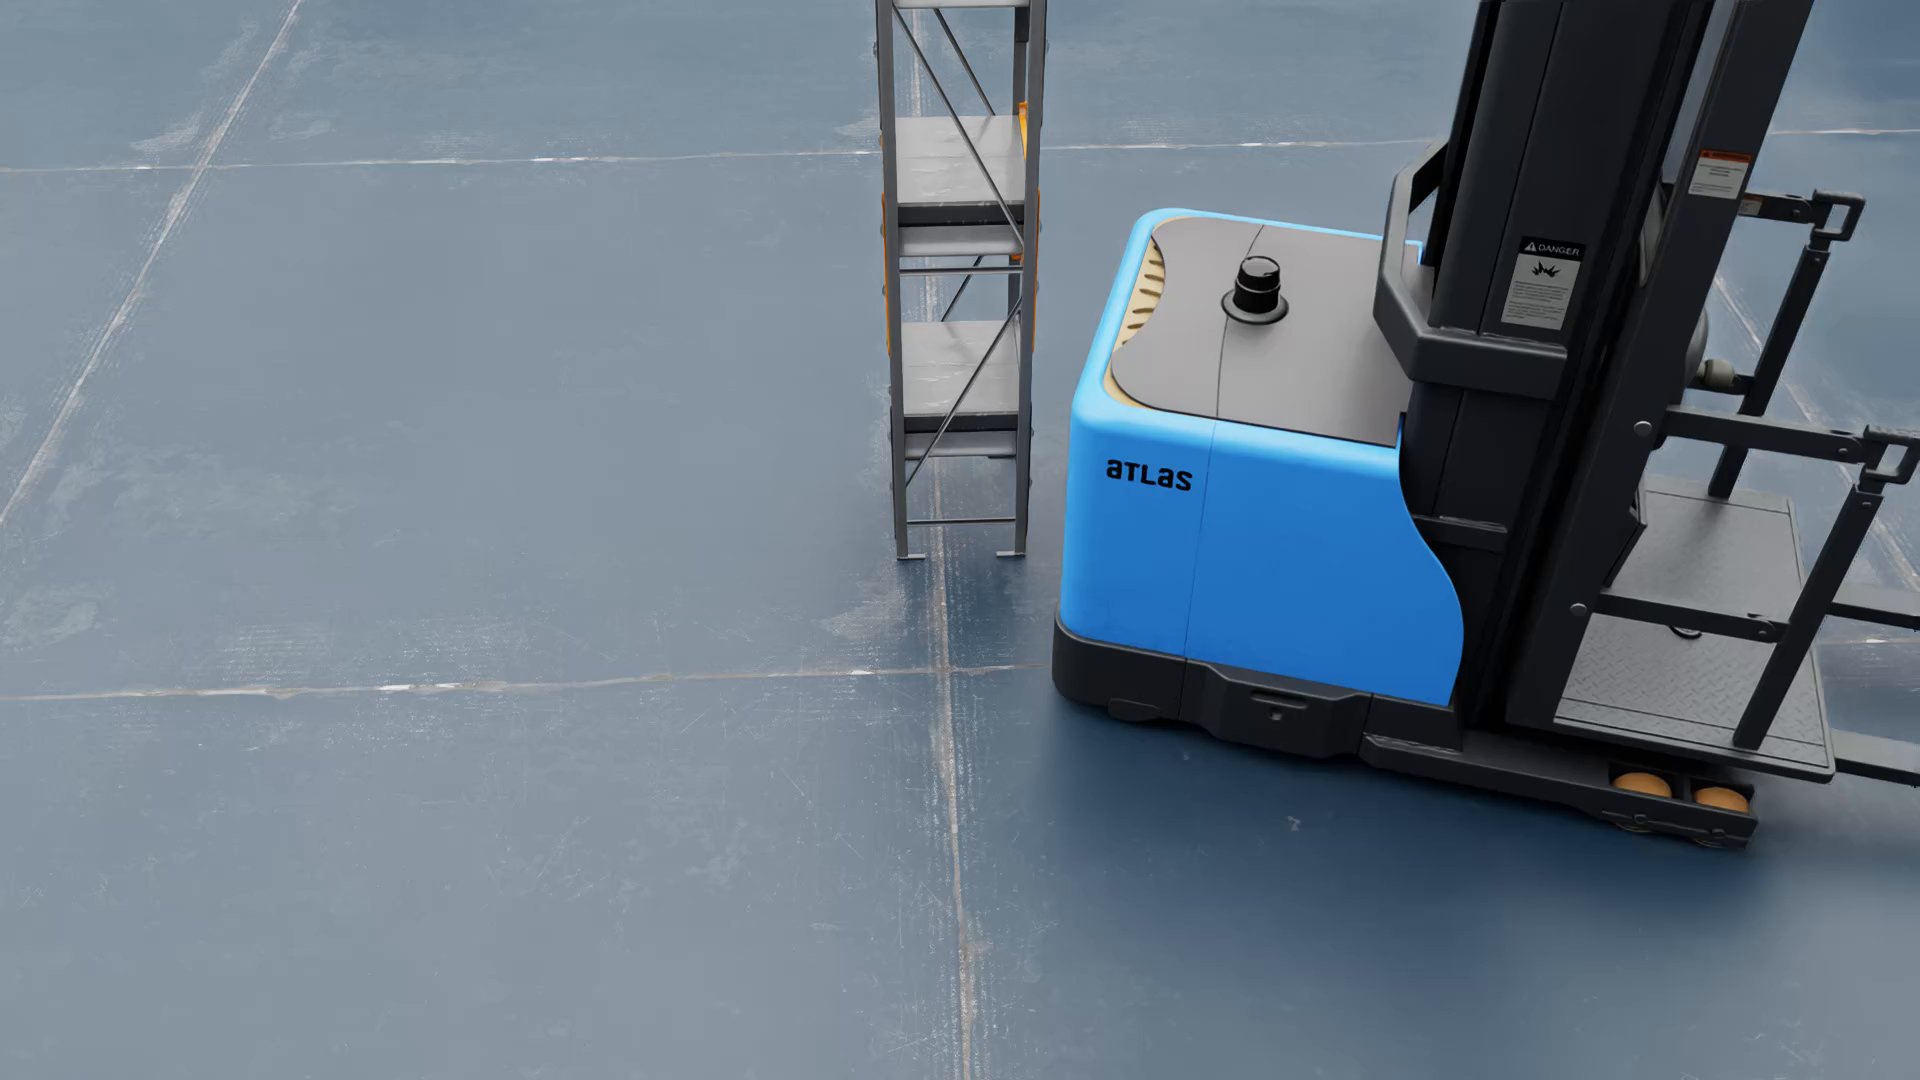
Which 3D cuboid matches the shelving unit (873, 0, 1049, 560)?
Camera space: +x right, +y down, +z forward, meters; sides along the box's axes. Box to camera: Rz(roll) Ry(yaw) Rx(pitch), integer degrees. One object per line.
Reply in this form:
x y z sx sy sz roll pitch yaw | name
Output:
-0.007 -0.886 4.662 0.431 2.100 0.503 -2 43 -2 | shelving unit

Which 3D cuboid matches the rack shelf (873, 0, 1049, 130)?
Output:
-0.007 -1.392 4.199 0.431 0.518 0.480 -2 43 -2 | rack shelf

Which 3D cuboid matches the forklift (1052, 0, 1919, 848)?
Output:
1.835 -0.673 3.815 3.031 2.935 1.130 10 43 11 | forklift

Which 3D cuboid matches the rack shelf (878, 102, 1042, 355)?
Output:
-0.007 -0.876 4.672 0.431 0.518 0.480 -2 43 -2 | rack shelf

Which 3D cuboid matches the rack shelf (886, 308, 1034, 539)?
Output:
-0.007 -0.360 5.145 0.431 0.518 0.480 -2 43 -2 | rack shelf

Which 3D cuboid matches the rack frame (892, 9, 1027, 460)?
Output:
-0.017 -1.051 4.842 0.400 2.100 0.015 -2 43 -2 | rack frame

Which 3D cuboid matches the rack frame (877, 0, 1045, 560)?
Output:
0.003 -0.721 4.483 0.400 2.100 0.015 -2 43 -2 | rack frame
